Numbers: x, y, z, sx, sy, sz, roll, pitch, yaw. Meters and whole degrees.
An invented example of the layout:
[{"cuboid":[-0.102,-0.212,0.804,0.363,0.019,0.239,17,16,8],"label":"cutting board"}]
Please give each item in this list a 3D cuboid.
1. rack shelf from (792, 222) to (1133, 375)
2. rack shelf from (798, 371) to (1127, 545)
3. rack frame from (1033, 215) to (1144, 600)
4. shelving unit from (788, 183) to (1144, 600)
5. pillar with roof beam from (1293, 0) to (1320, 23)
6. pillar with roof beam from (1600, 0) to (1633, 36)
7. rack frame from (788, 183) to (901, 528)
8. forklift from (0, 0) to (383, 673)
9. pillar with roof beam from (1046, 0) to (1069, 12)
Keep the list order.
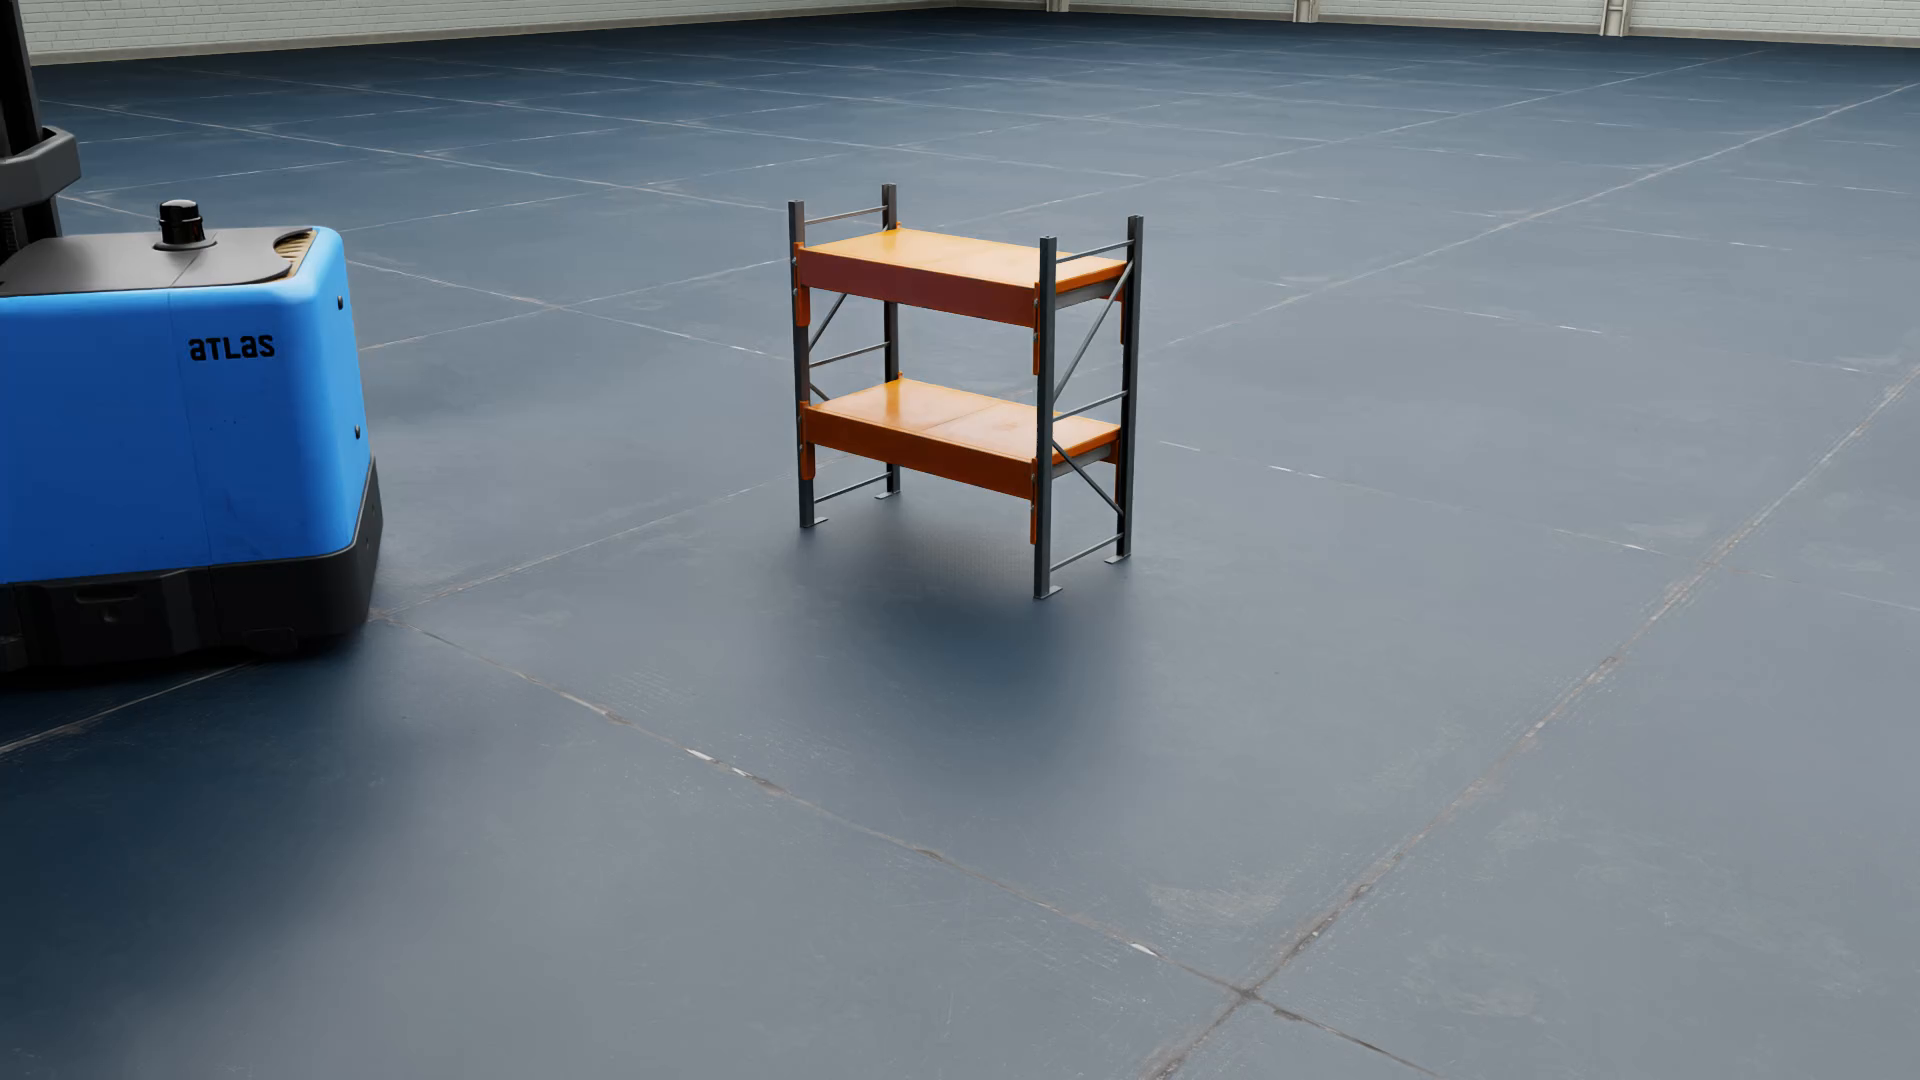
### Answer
[{"cuboid":[0.005,-0.799,5.362,1.000,0.278,0.538,16,26,36],"label":"rack shelf"},{"cuboid":[0.005,-0.296,5.552,1.000,0.278,0.538,16,26,36],"label":"rack shelf"},{"cuboid":[0.399,-0.411,5.165,0.032,1.125,0.500,16,26,36],"label":"rack frame"},{"cuboid":[0.005,-0.525,5.466,1.048,1.125,0.538,16,26,36],"label":"shelving unit"},{"cuboid":[4.050,-13.186,27.881,0.400,9.000,9.100,16,26,36],"label":"pillar with roof beam"},{"cuboid":[8.699,-11.847,24.331,0.400,9.000,9.100,16,26,36],"label":"pillar with roof beam"},{"cuboid":[-0.389,-0.638,5.766,0.032,1.125,0.500,16,26,36],"label":"rack frame"},{"cuboid":[-3.305,-1.081,4.381,3.031,2.935,1.130,-5,21,-14],"label":"forklift"},{"cuboid":[-0.598,-14.524,31.430,0.400,9.000,9.100,16,26,36],"label":"pillar with roof beam"}]
